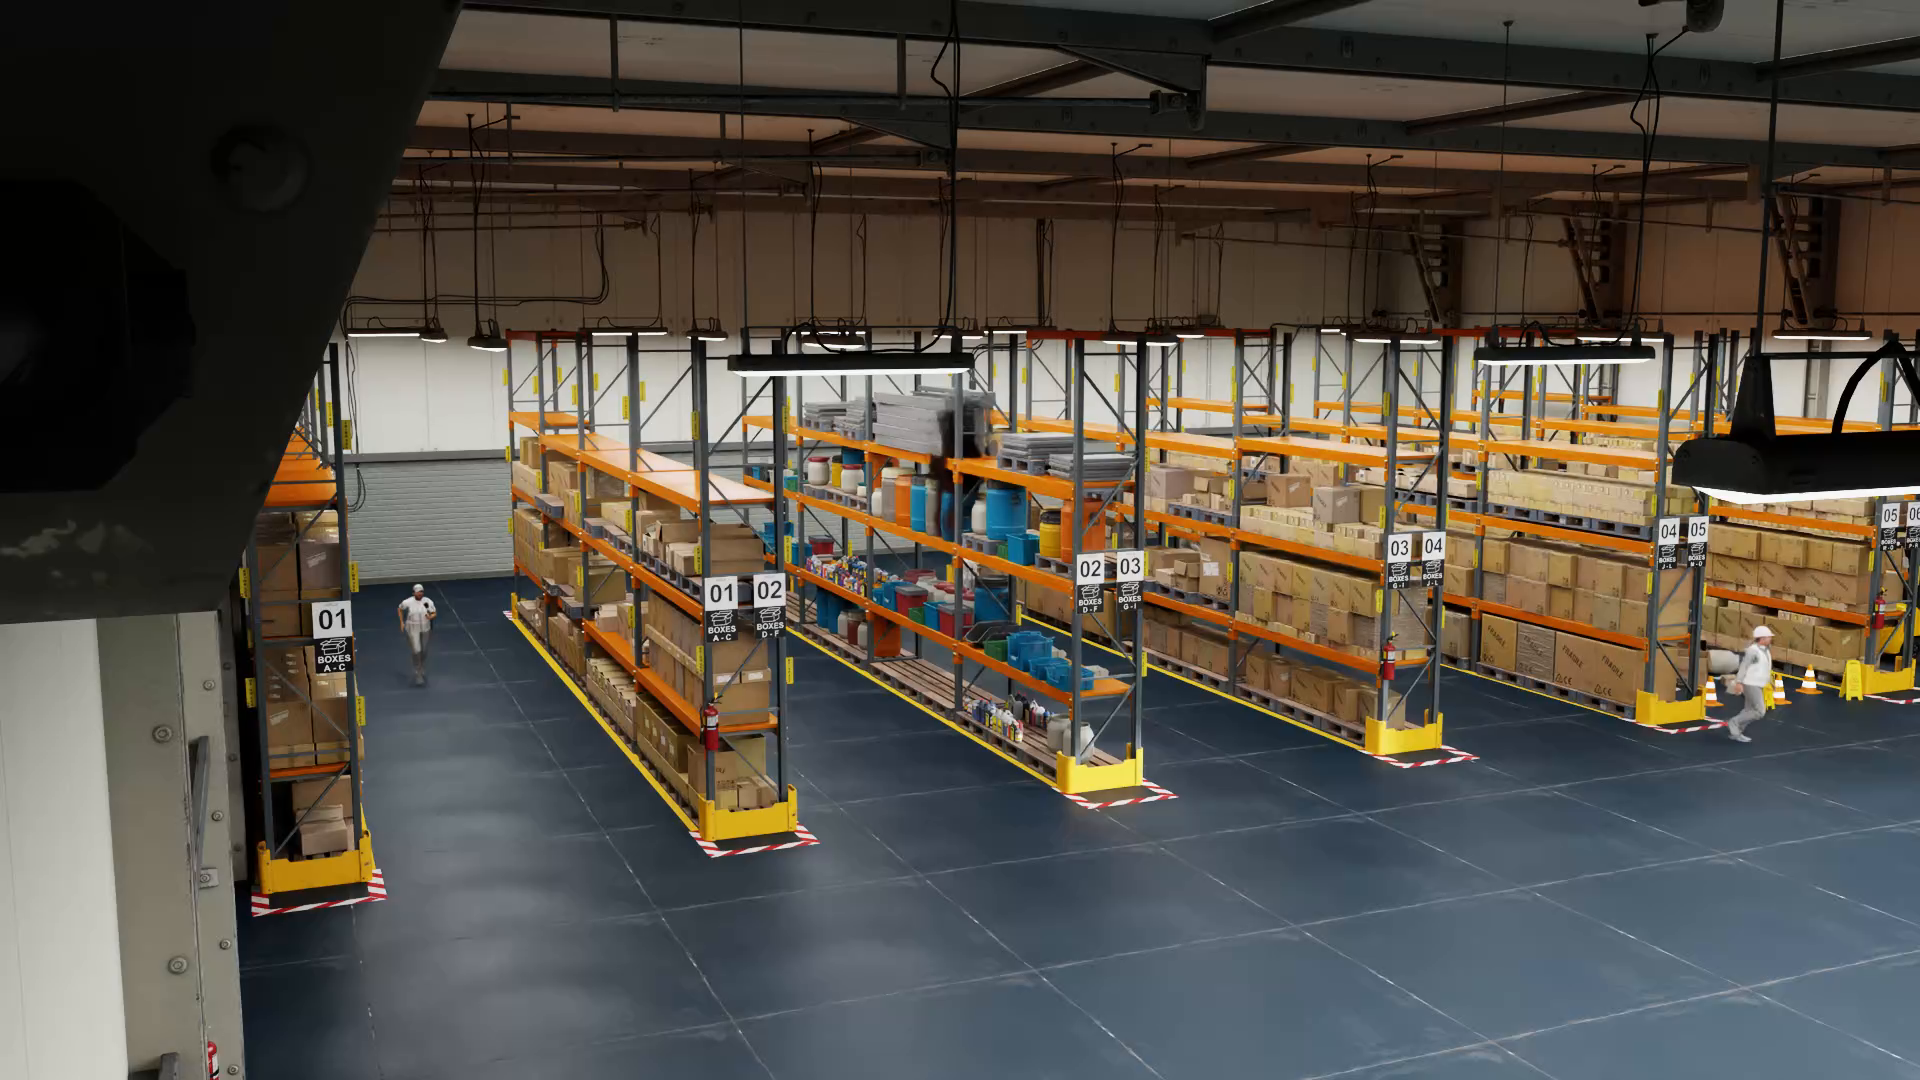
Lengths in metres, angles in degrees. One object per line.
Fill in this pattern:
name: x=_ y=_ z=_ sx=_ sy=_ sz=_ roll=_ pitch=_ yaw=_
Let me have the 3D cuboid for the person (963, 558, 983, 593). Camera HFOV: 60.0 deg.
person: x=0.210 y=0.832 z=34.382 sx=0.568 sy=1.731 sz=0.727 roll=-4 pitch=9 yaw=-26

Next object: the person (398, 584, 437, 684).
person: x=-9.365 y=1.604 z=28.774 sx=0.584 sy=1.725 sz=0.840 roll=-5 pitch=9 yaw=-34

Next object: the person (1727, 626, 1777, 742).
person: x=11.738 y=2.131 z=24.615 sx=0.566 sy=1.748 sz=0.649 roll=7 pitch=10 yaw=40

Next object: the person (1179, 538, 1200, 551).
person: x=5.675 y=-0.211 z=41.600 sx=0.928 sy=1.751 sz=0.725 roll=3 pitch=8 yaw=22
